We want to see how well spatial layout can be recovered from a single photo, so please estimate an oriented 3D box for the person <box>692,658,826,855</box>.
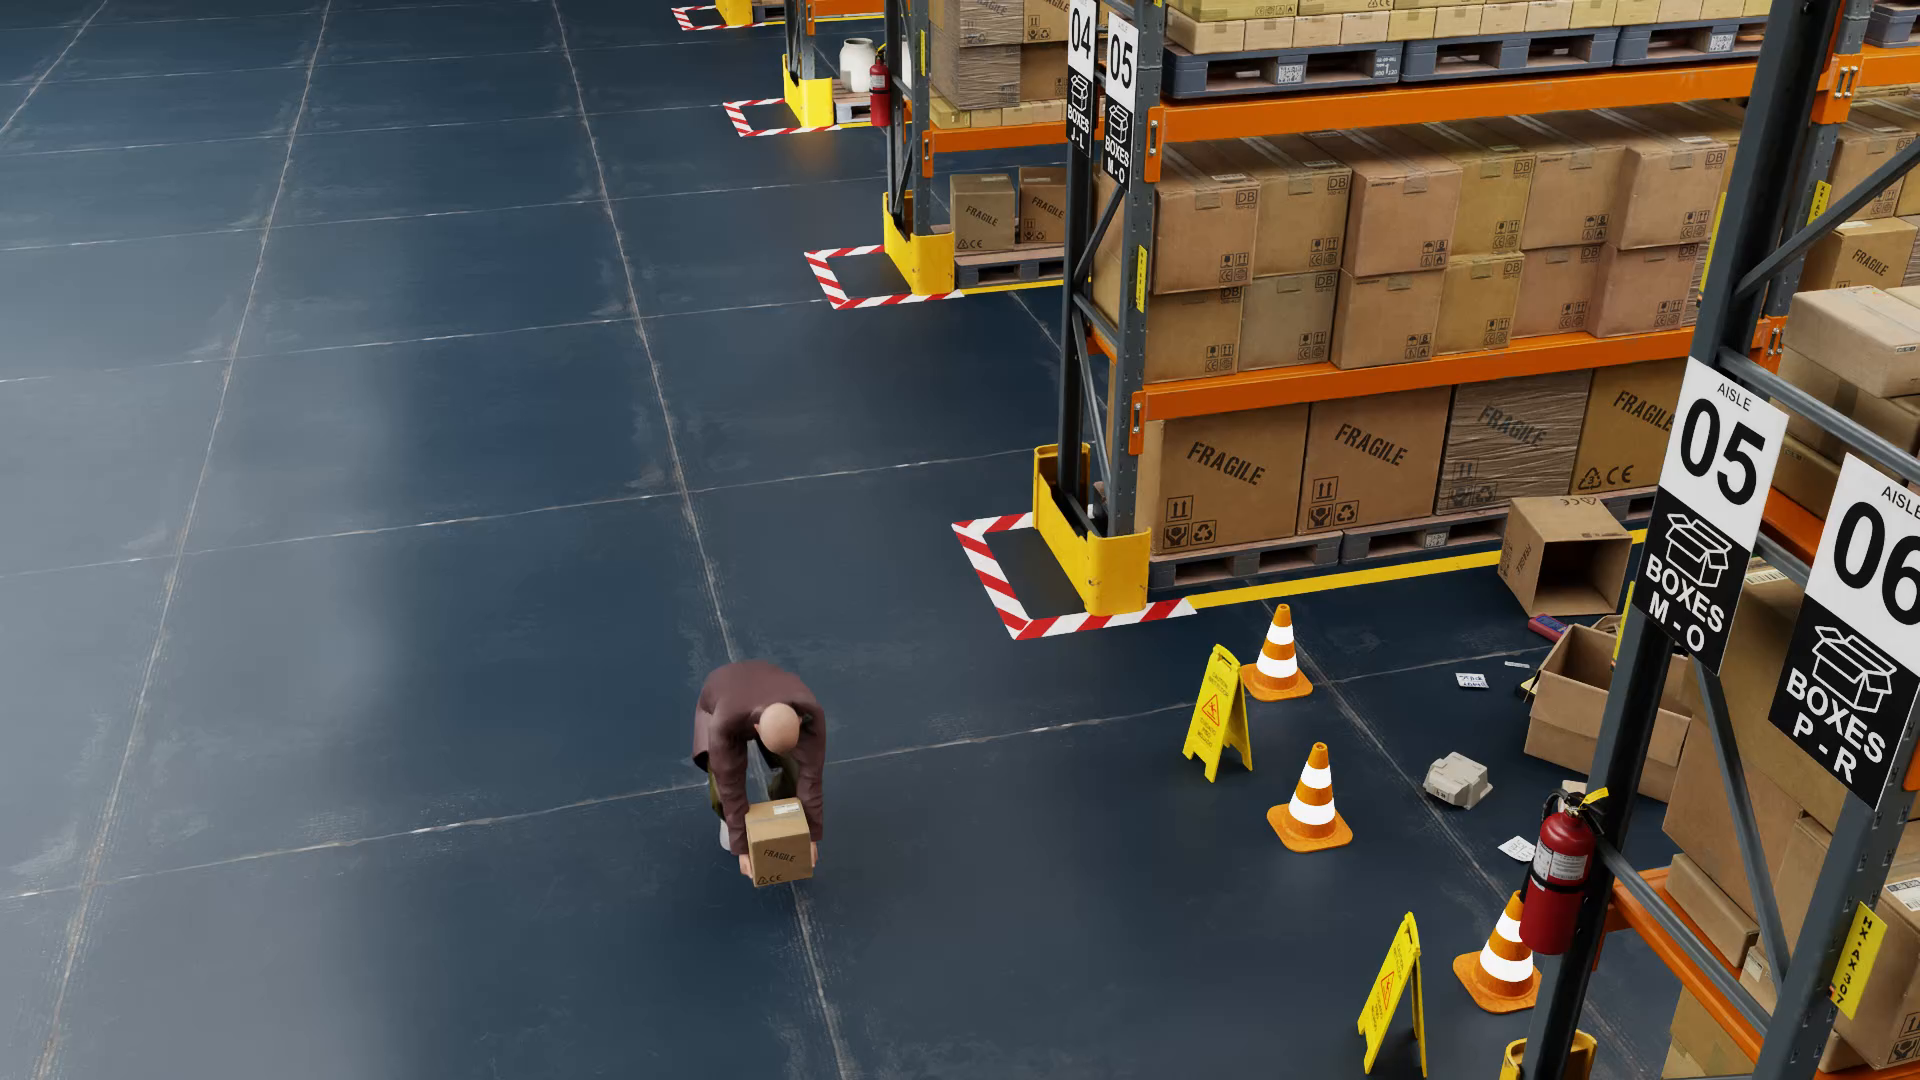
[{"bbox_3d":[-0.893,0.969,7.402,0.586,0.953,0.849,-9,31,-15],"label":"person"}]
